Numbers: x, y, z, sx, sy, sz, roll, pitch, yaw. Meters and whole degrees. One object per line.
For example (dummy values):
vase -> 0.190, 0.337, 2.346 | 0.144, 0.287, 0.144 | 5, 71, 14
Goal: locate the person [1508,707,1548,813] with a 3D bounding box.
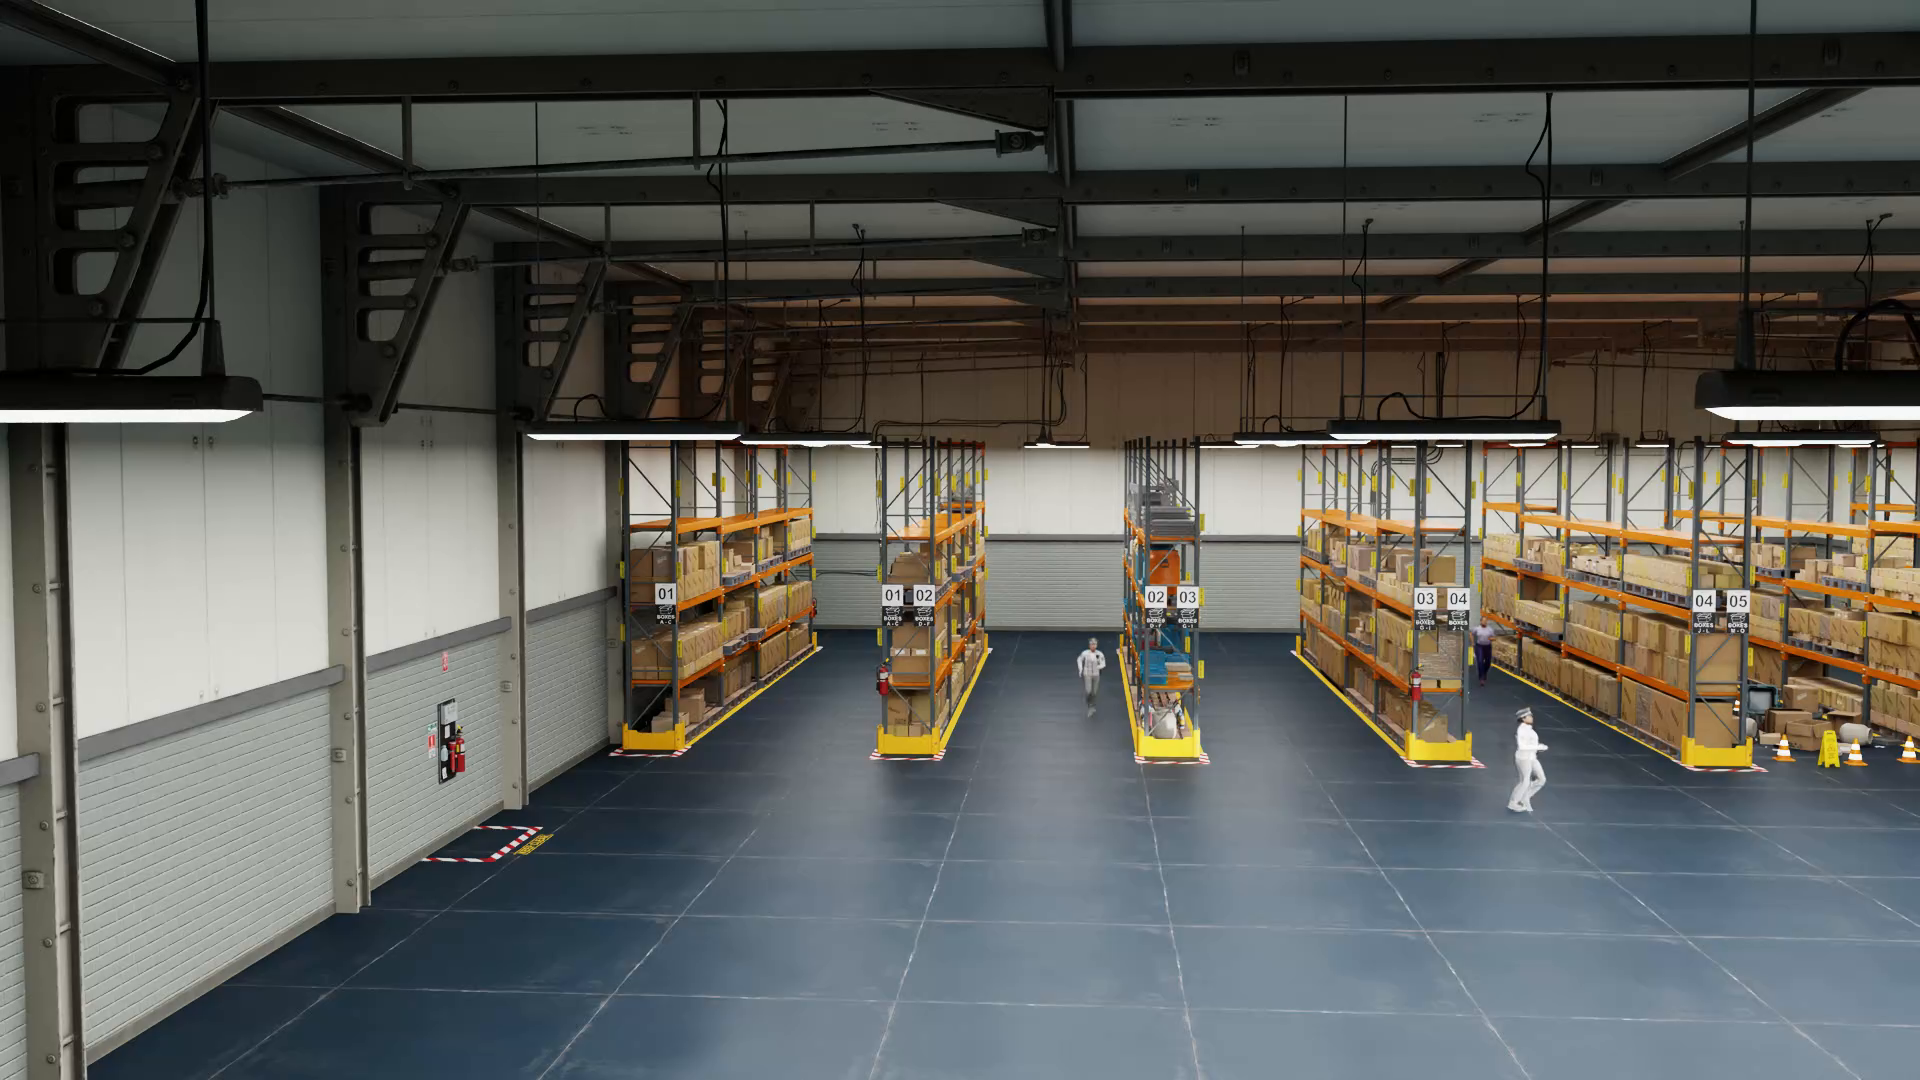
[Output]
person -> 8.984, 3.476, 26.241 | 0.626, 1.690, 0.598 | 2, 4, 36

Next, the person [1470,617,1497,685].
person -> 12.865, 2.706, 40.848 | 0.607, 1.625, 0.921 | 0, 3, 6

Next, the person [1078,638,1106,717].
person -> 2.856, 2.962, 35.914 | 0.572, 1.714, 0.771 | 0, 3, -2
